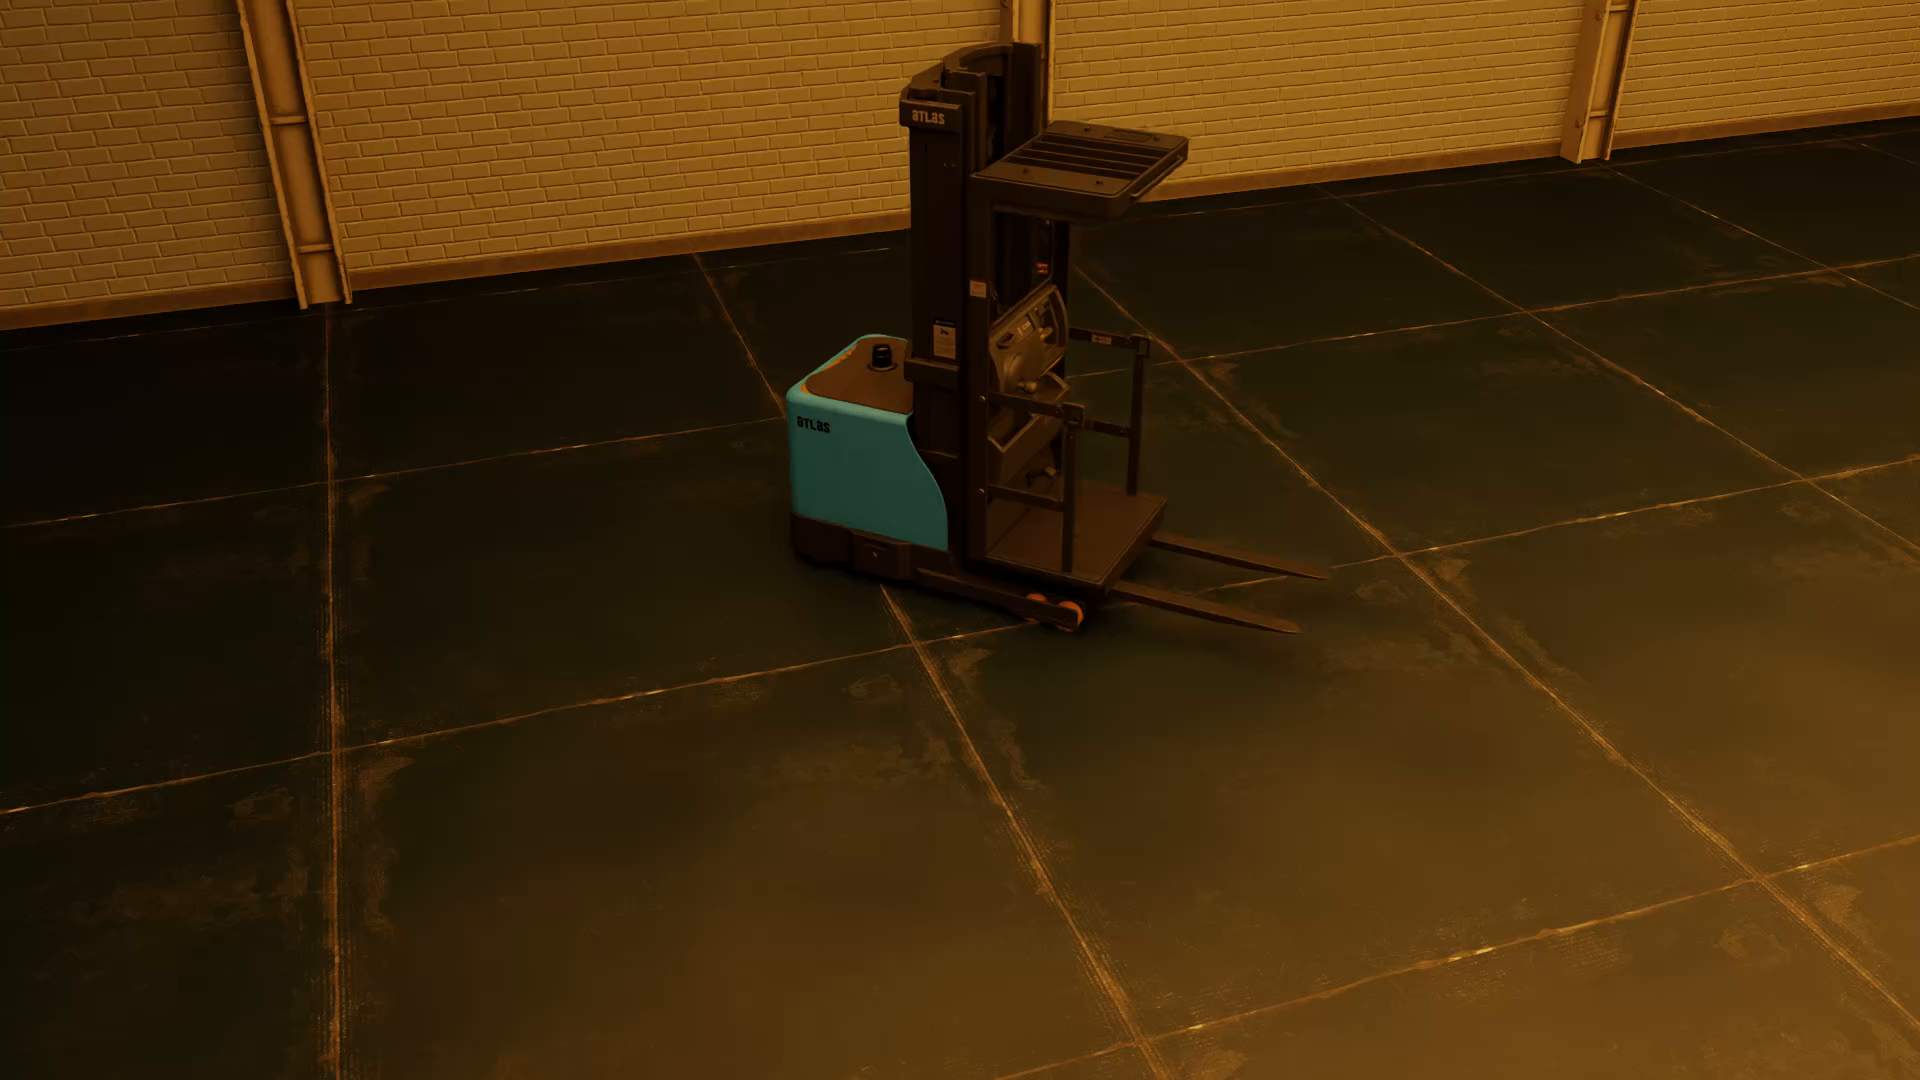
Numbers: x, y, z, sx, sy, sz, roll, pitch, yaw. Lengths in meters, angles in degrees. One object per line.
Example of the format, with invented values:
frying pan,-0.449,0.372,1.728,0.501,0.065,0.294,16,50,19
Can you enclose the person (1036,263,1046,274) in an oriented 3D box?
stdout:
person,0.259,-1.350,10.828,0.723,1.543,1.281,2,30,3

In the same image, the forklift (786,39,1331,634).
forklift,0.559,-1.068,8.944,3.031,2.935,1.130,14,33,22
